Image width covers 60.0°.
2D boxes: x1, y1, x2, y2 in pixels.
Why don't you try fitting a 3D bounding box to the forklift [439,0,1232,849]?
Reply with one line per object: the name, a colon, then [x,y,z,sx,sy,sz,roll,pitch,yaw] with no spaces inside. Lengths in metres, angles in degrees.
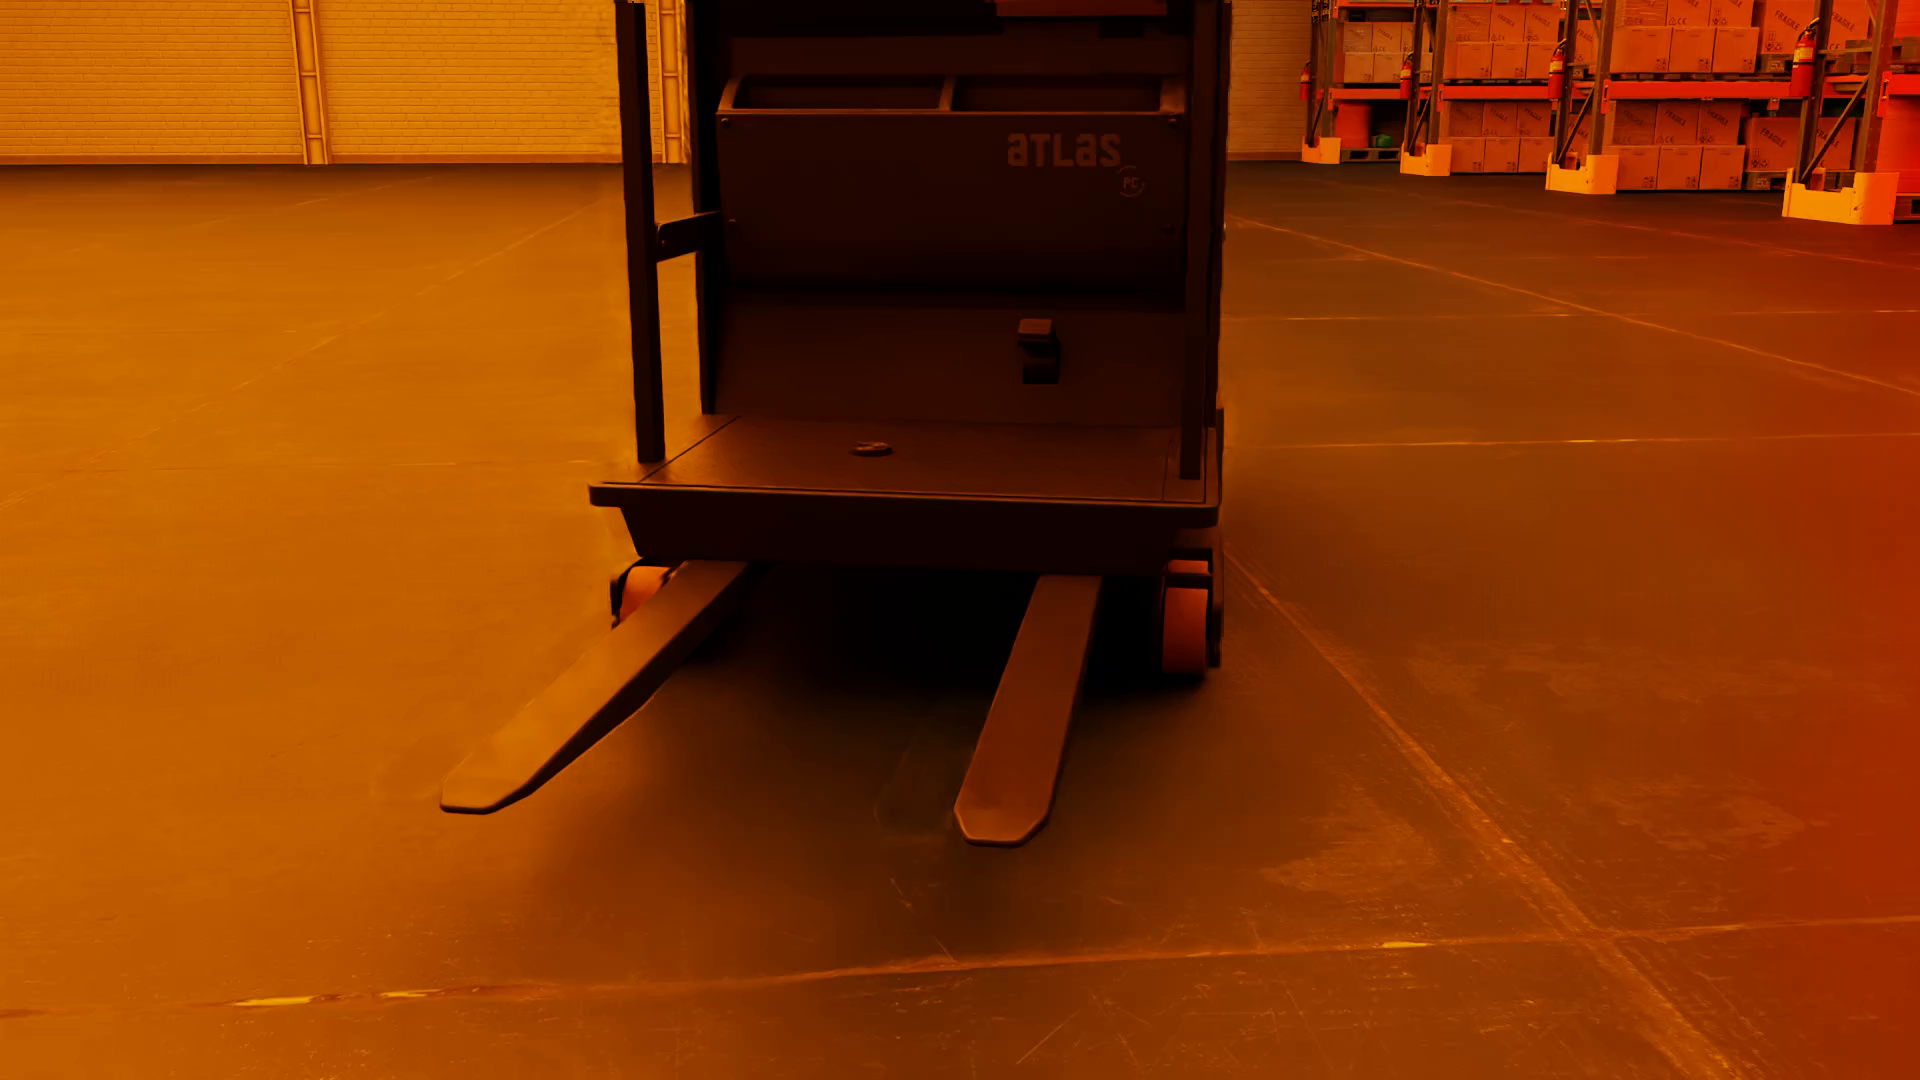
forklift: [-0.045,-1.265,2.984,1.130,2.935,3.031,2,15,8]
